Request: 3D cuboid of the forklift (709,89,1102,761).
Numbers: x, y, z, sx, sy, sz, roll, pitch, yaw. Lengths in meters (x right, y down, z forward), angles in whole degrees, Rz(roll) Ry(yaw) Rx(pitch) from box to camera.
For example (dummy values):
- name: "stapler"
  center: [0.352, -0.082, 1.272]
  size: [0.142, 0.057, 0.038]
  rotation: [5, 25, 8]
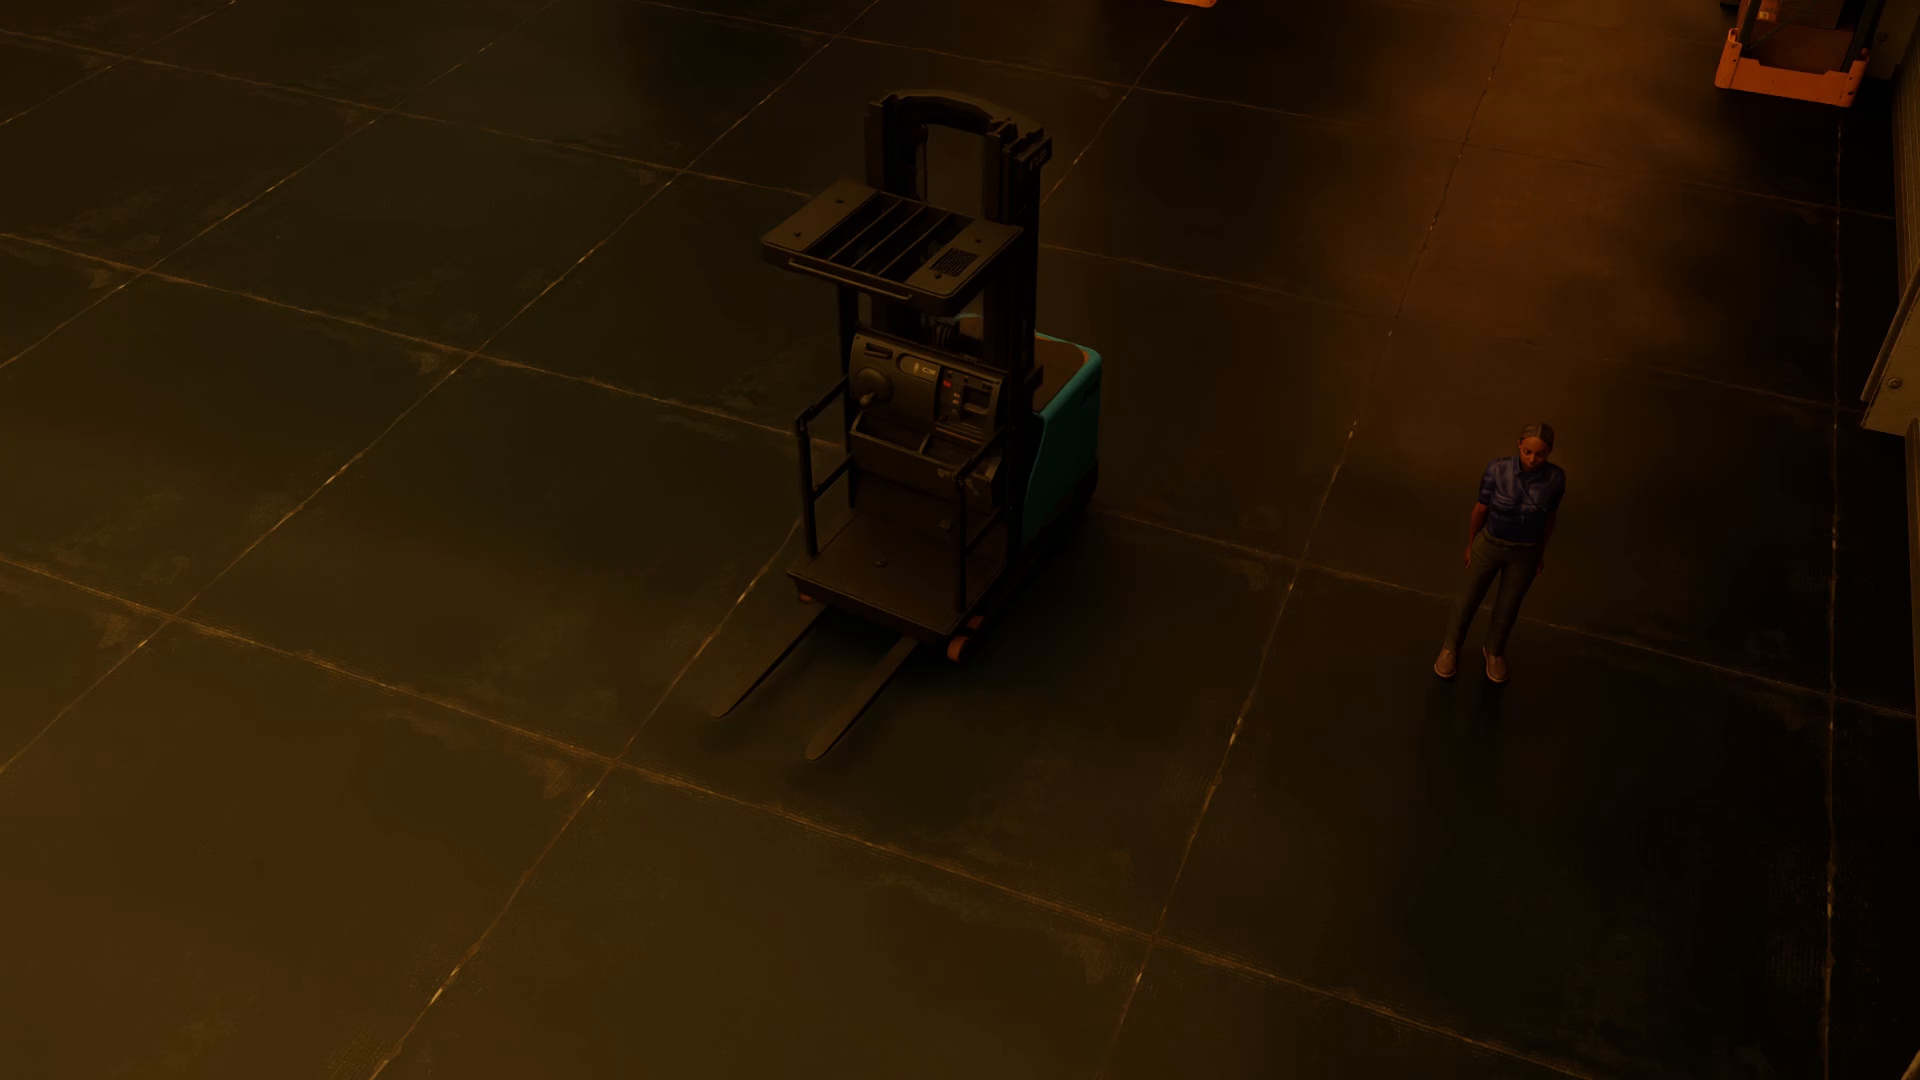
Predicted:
- name: "forklift"
  center: [-0.298, -0.763, 8.918]
  size: [1.130, 2.935, 3.031]
  rotation: [20, 44, 22]

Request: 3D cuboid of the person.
- name: "person"
  center: [2.921, 0.069, 8.919]
  size: [0.446, 1.662, 0.327]
  rotation: [7, 40, 8]
